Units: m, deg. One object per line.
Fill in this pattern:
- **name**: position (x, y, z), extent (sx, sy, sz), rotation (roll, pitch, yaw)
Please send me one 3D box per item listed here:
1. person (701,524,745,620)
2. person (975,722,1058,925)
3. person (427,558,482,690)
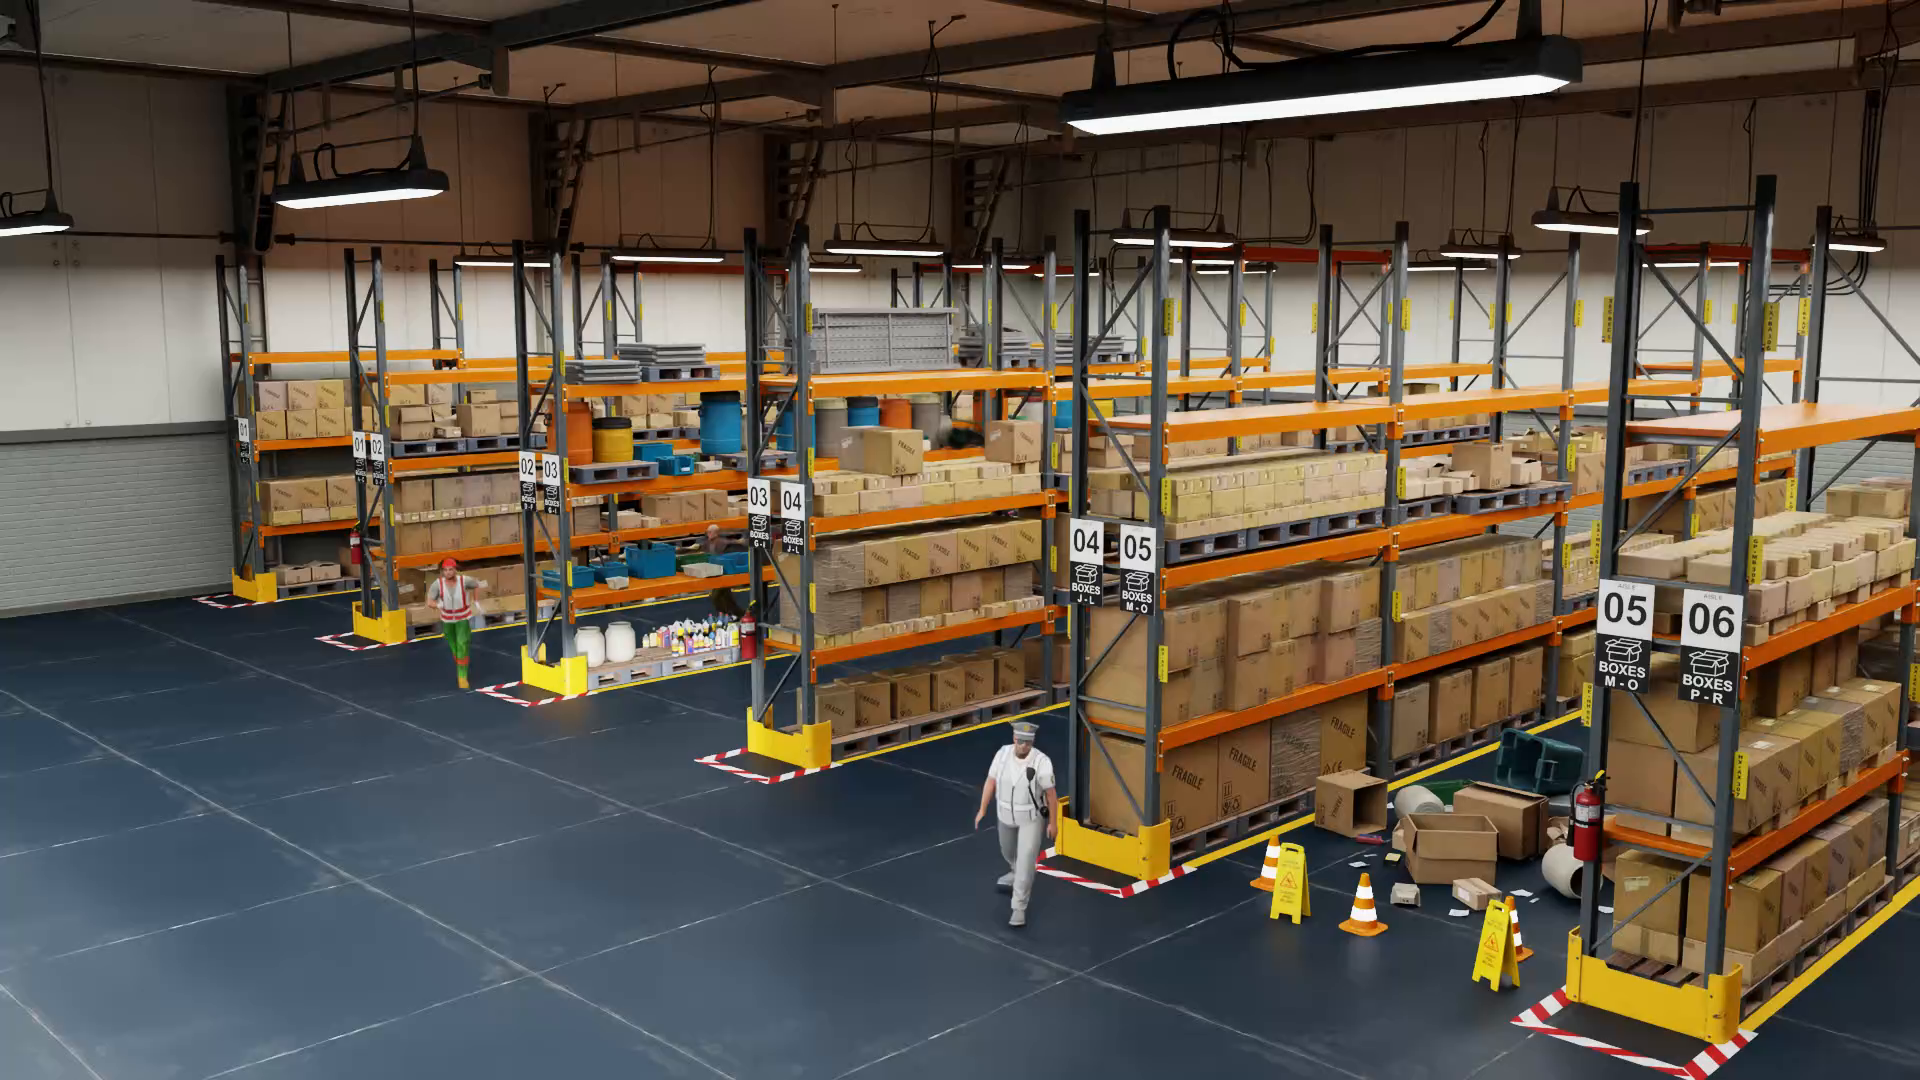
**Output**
- **person**: position (-3.753, 0.601, 26.196), extent (0.641, 1.728, 1.027), rotation (7, 11, 42)
- **person**: position (0.517, 2.318, 14.168), extent (0.672, 1.694, 1.007), rotation (3, 9, 22)
- **person**: position (-6.840, 1.100, 22.576), extent (0.677, 1.770, 0.953), rotation (-1, 8, -4)
